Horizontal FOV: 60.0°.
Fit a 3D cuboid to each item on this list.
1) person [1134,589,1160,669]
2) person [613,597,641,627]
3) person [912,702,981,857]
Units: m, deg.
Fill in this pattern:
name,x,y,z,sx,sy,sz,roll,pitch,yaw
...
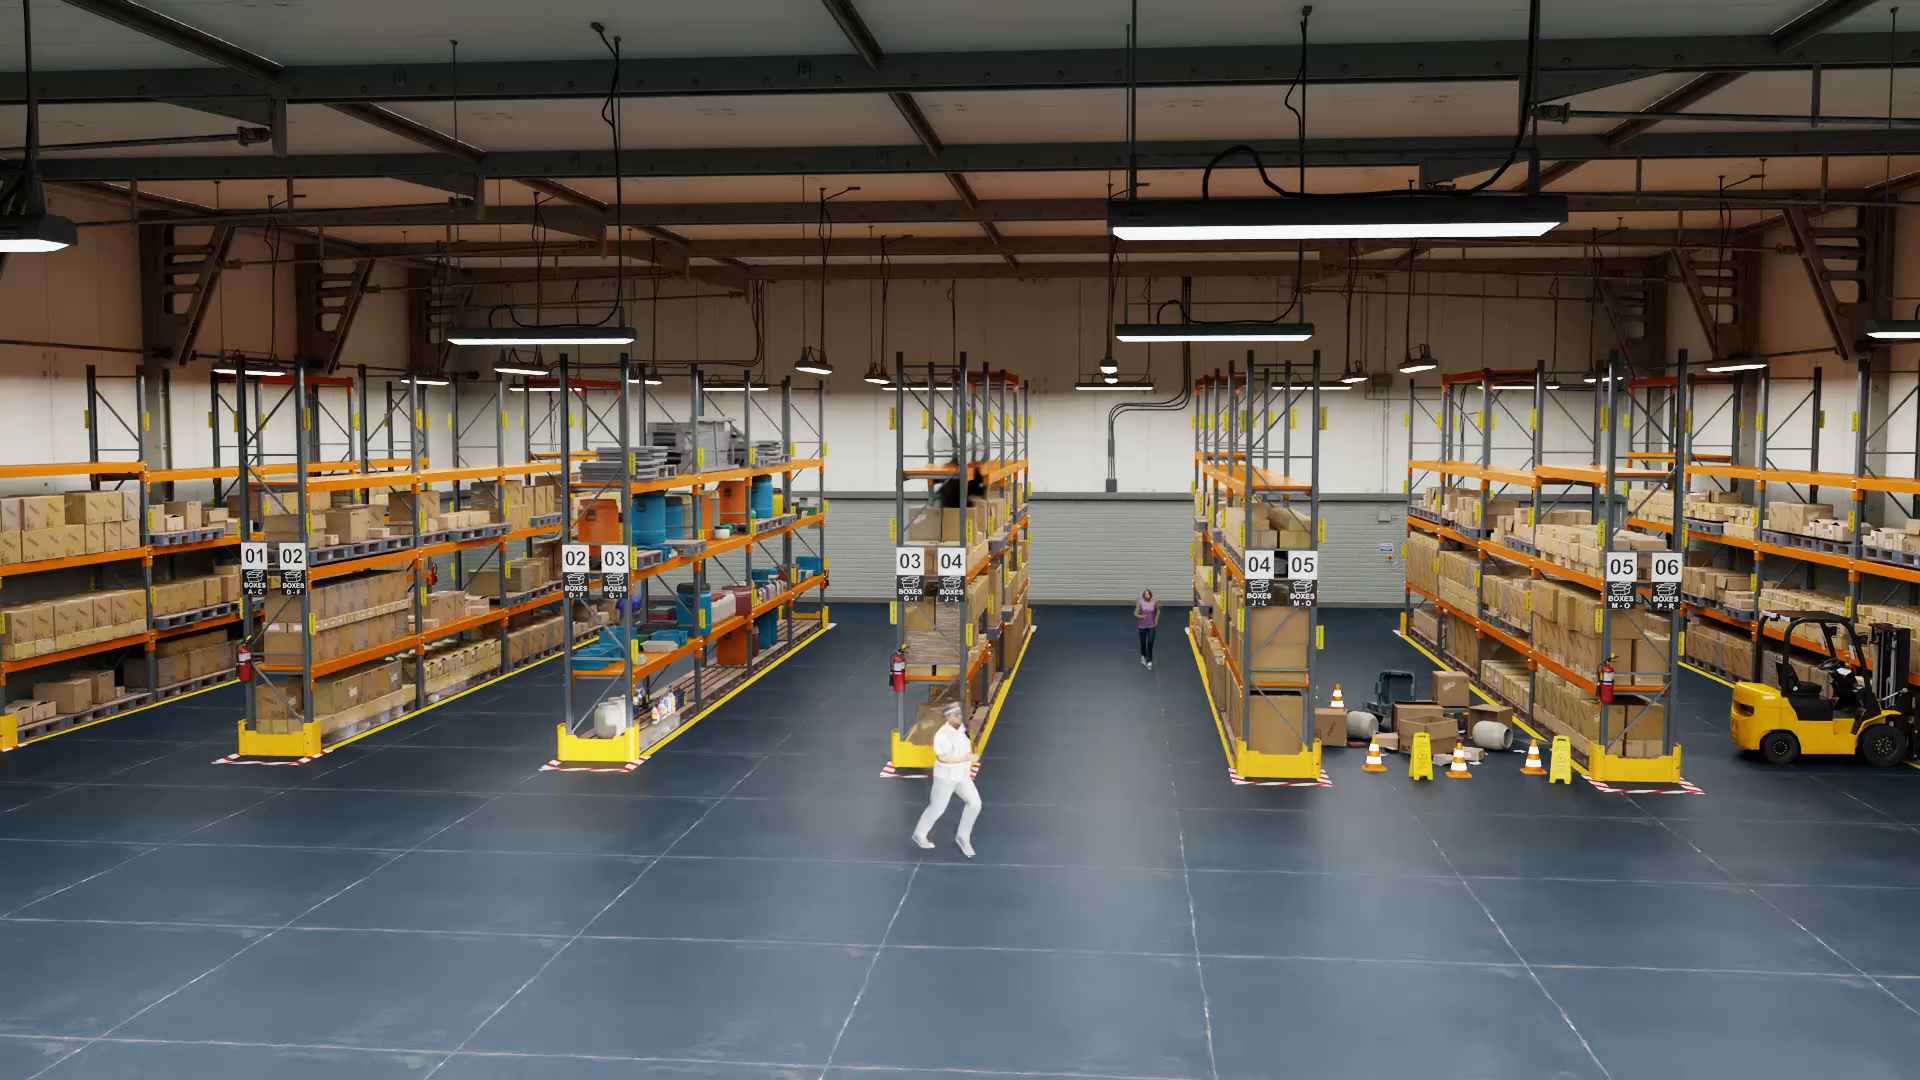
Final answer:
name,x,y,z,sx,sy,sz,roll,pitch,yaw
person,3.790,1.792,33.679,0.545,1.557,0.873,0,4,2
person,-6.902,1.740,34.463,0.588,1.621,0.795,0,4,-3
person,-0.105,2.762,19.249,0.911,1.825,0.673,3,5,39
